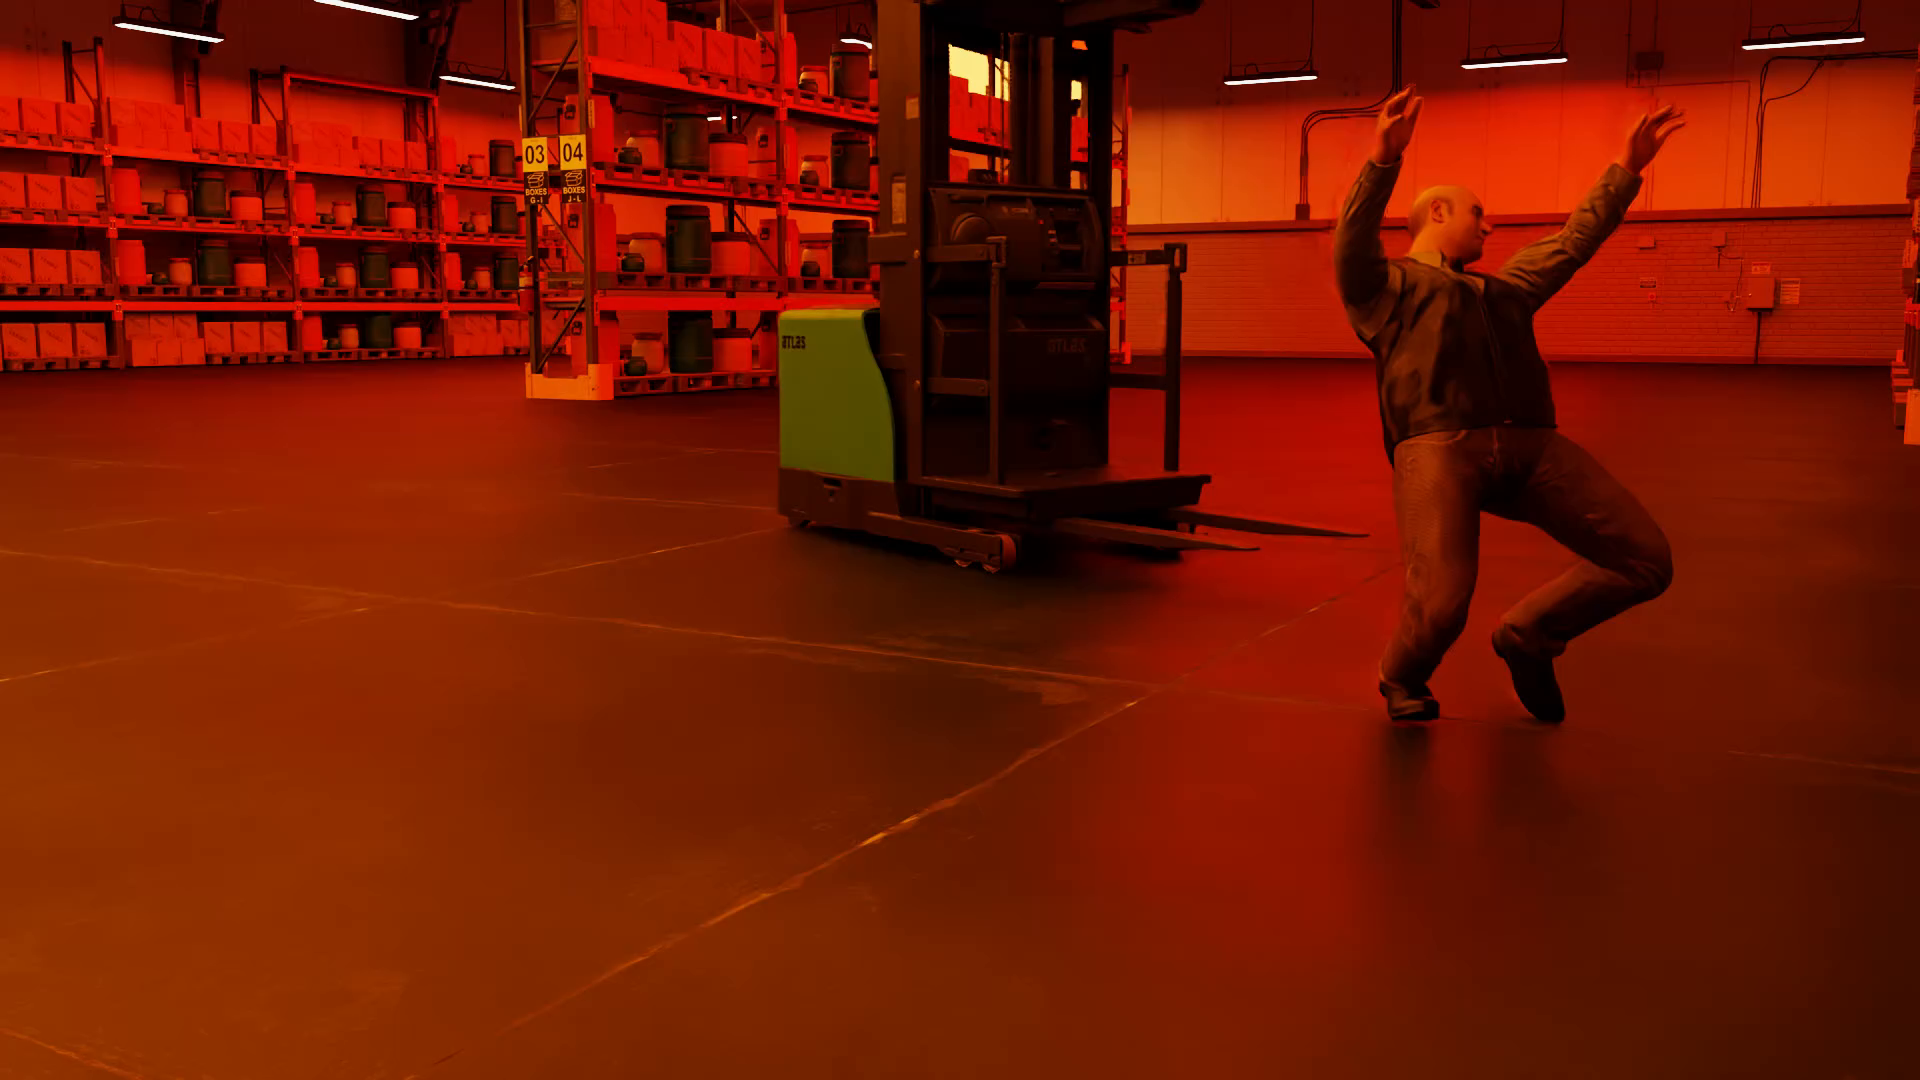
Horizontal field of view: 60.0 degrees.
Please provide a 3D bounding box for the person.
[{"bbox_3d":[1.376,-0.305,4.283,0.943,1.602,0.747,-2,8,-15],"label":"person"}]

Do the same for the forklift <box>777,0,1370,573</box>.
[{"bbox_3d":[0.386,-1.390,7.167,1.130,2.935,3.031,-6,10,-37],"label":"forklift"}]
